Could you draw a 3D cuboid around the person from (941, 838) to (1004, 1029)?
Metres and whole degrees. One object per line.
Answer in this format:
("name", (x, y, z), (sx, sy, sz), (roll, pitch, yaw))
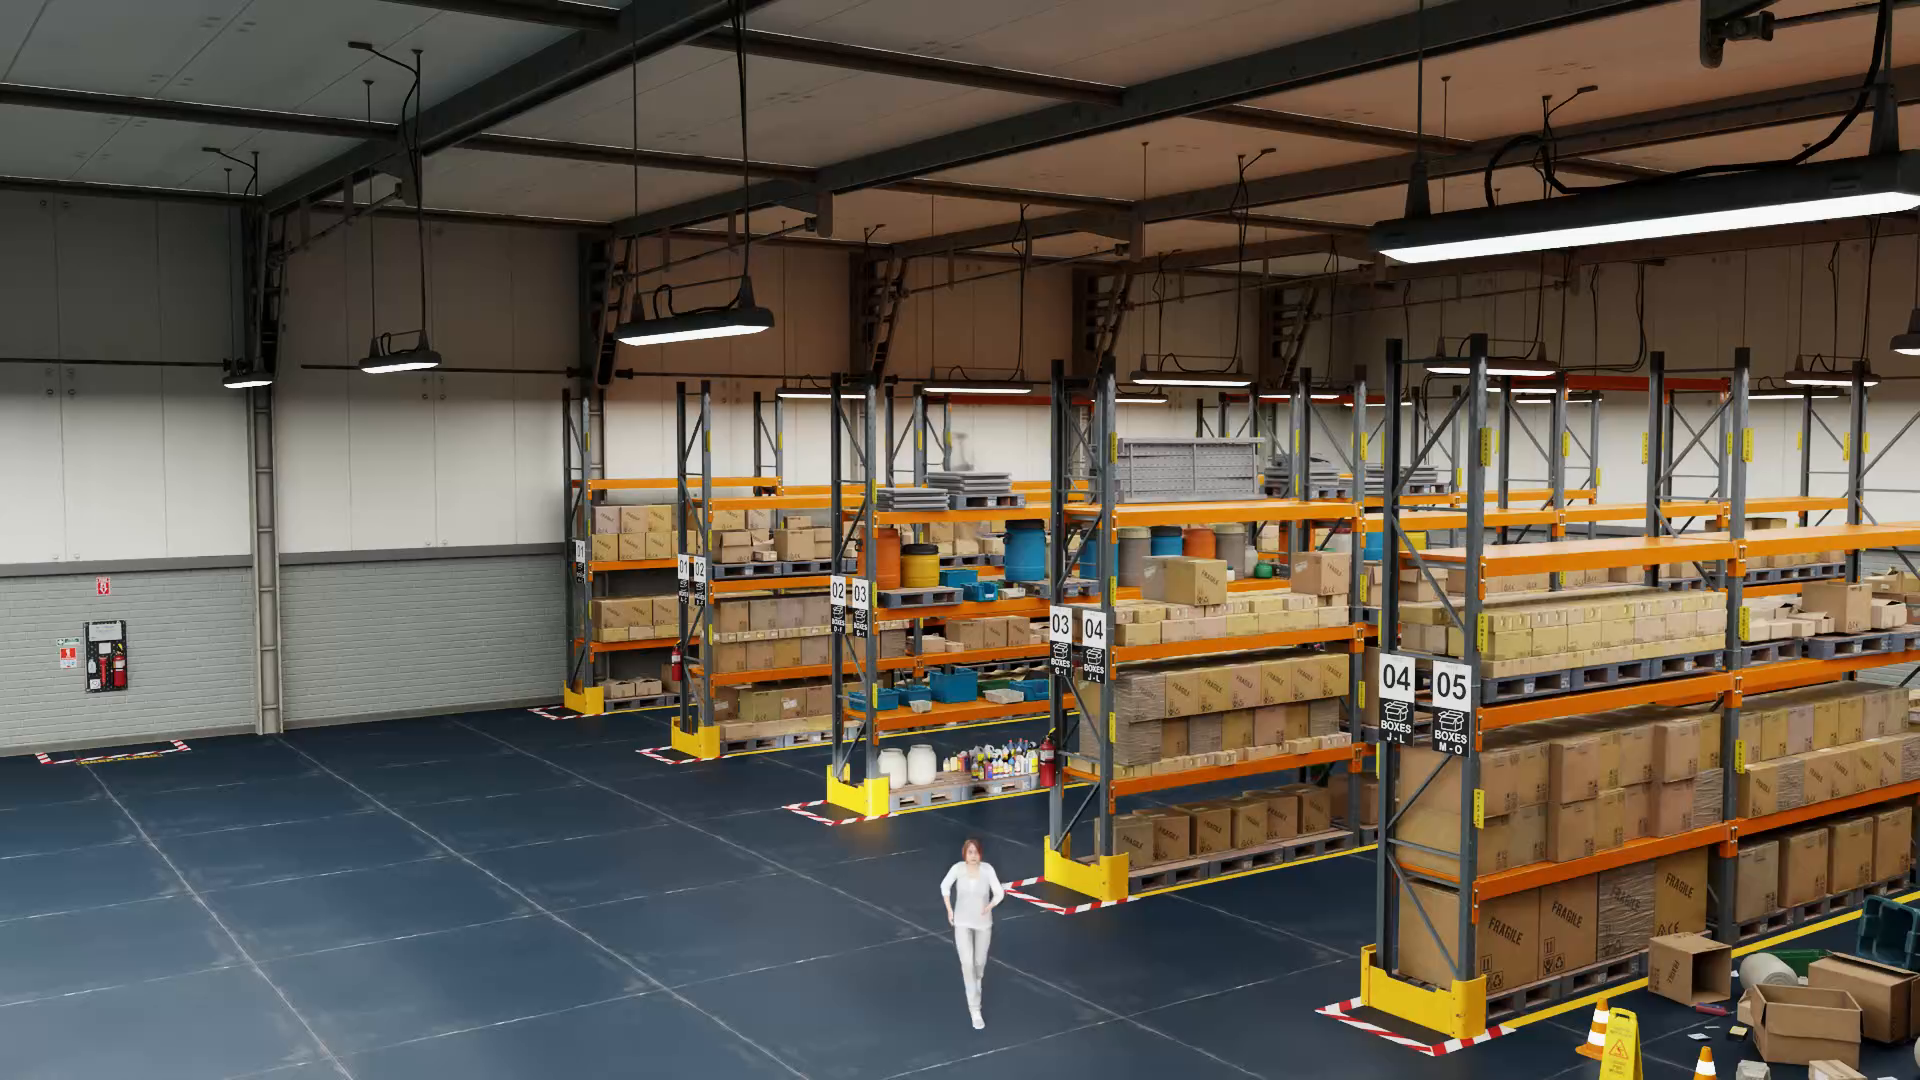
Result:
("person", (0.112, 3.429, 14.758), (0.554, 1.581, 0.843), (0, 4, -4))

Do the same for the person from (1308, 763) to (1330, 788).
("person", (5.013, 2.791, 23.288), (0.770, 1.864, 0.680), (-3, 4, -35))
